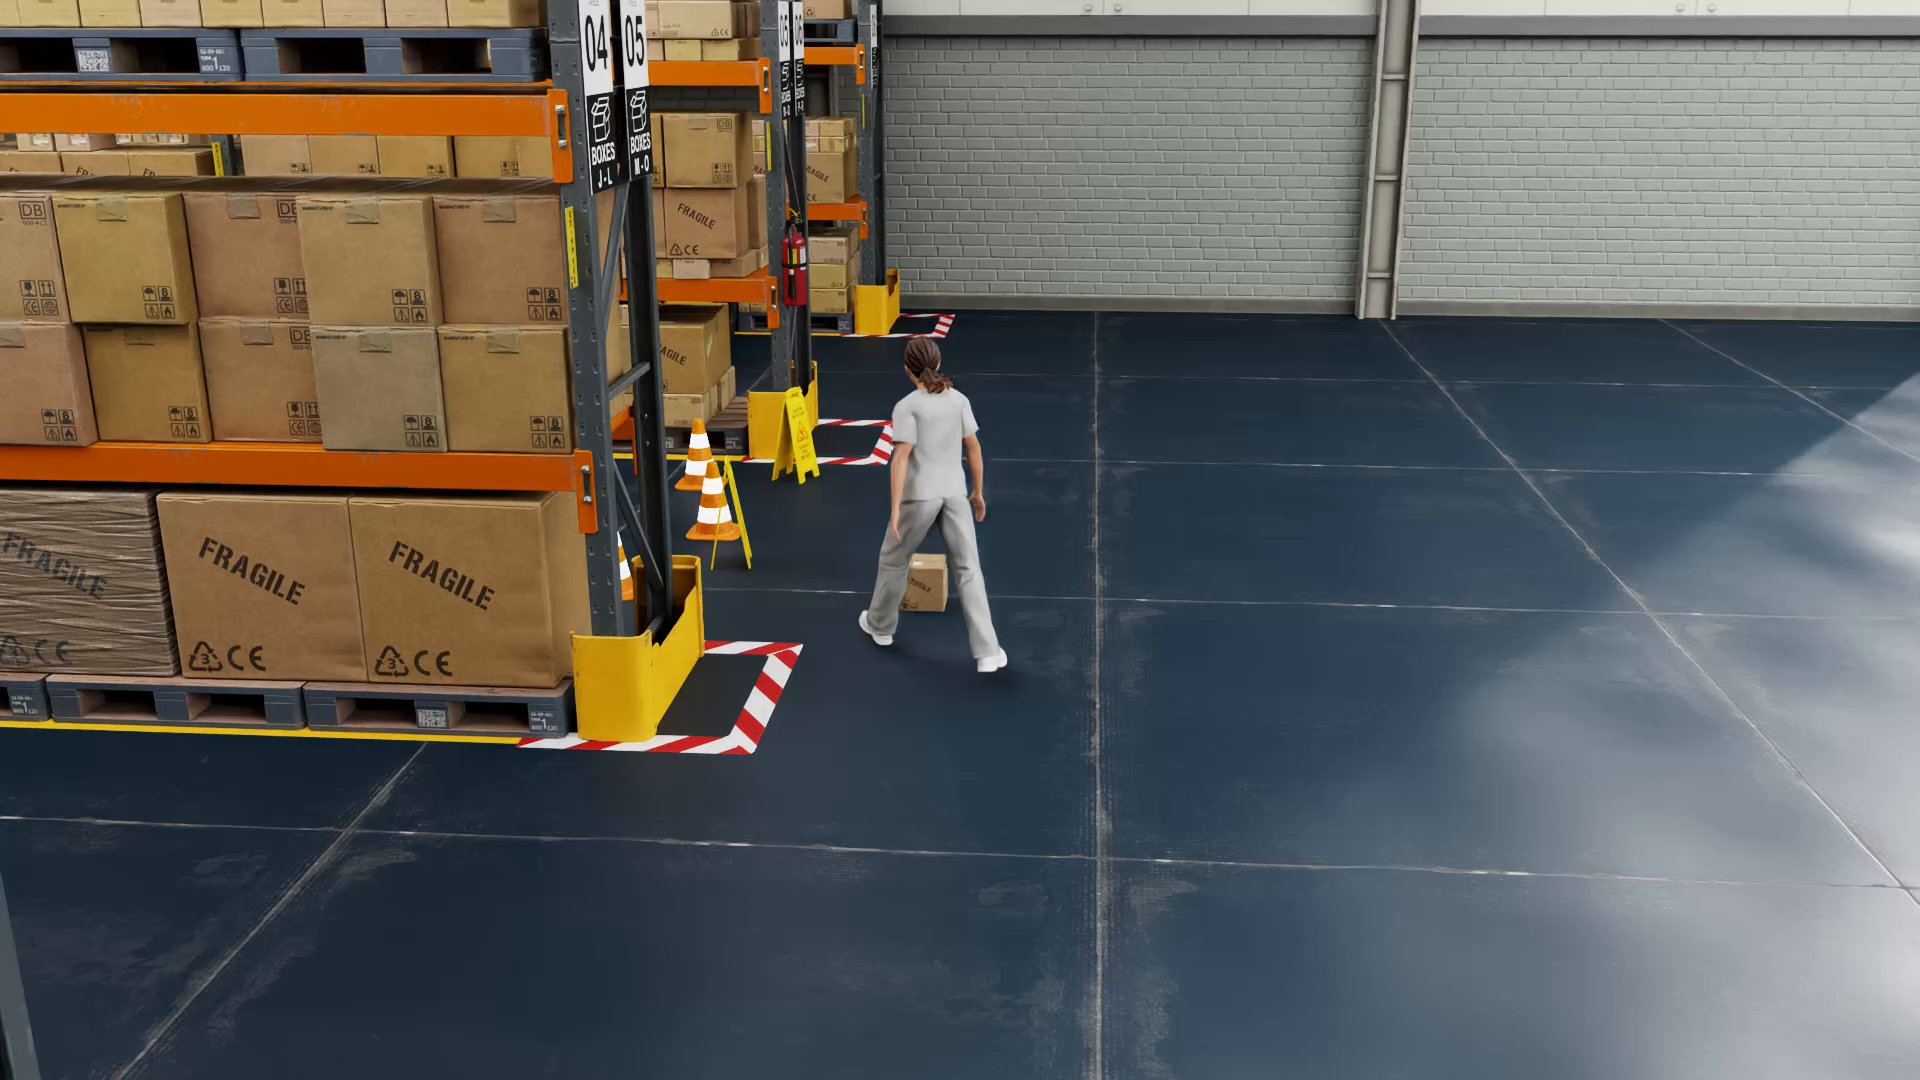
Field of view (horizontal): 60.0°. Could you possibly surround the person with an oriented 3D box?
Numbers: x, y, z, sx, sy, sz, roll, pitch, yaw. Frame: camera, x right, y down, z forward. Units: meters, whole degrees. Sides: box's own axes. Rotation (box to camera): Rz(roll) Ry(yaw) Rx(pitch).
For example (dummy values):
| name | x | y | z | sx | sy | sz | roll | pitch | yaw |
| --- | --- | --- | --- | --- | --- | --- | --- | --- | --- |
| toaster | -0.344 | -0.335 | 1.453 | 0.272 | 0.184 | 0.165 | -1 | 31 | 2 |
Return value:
| name | x | y | z | sx | sy | sz | roll | pitch | yaw |
| --- | --- | --- | --- | --- | --- | --- | --- | --- | --- |
| person | -0.134 | -0.193 | 8.193 | 0.585 | 1.607 | 1.007 | -8 | 19 | -24 |
